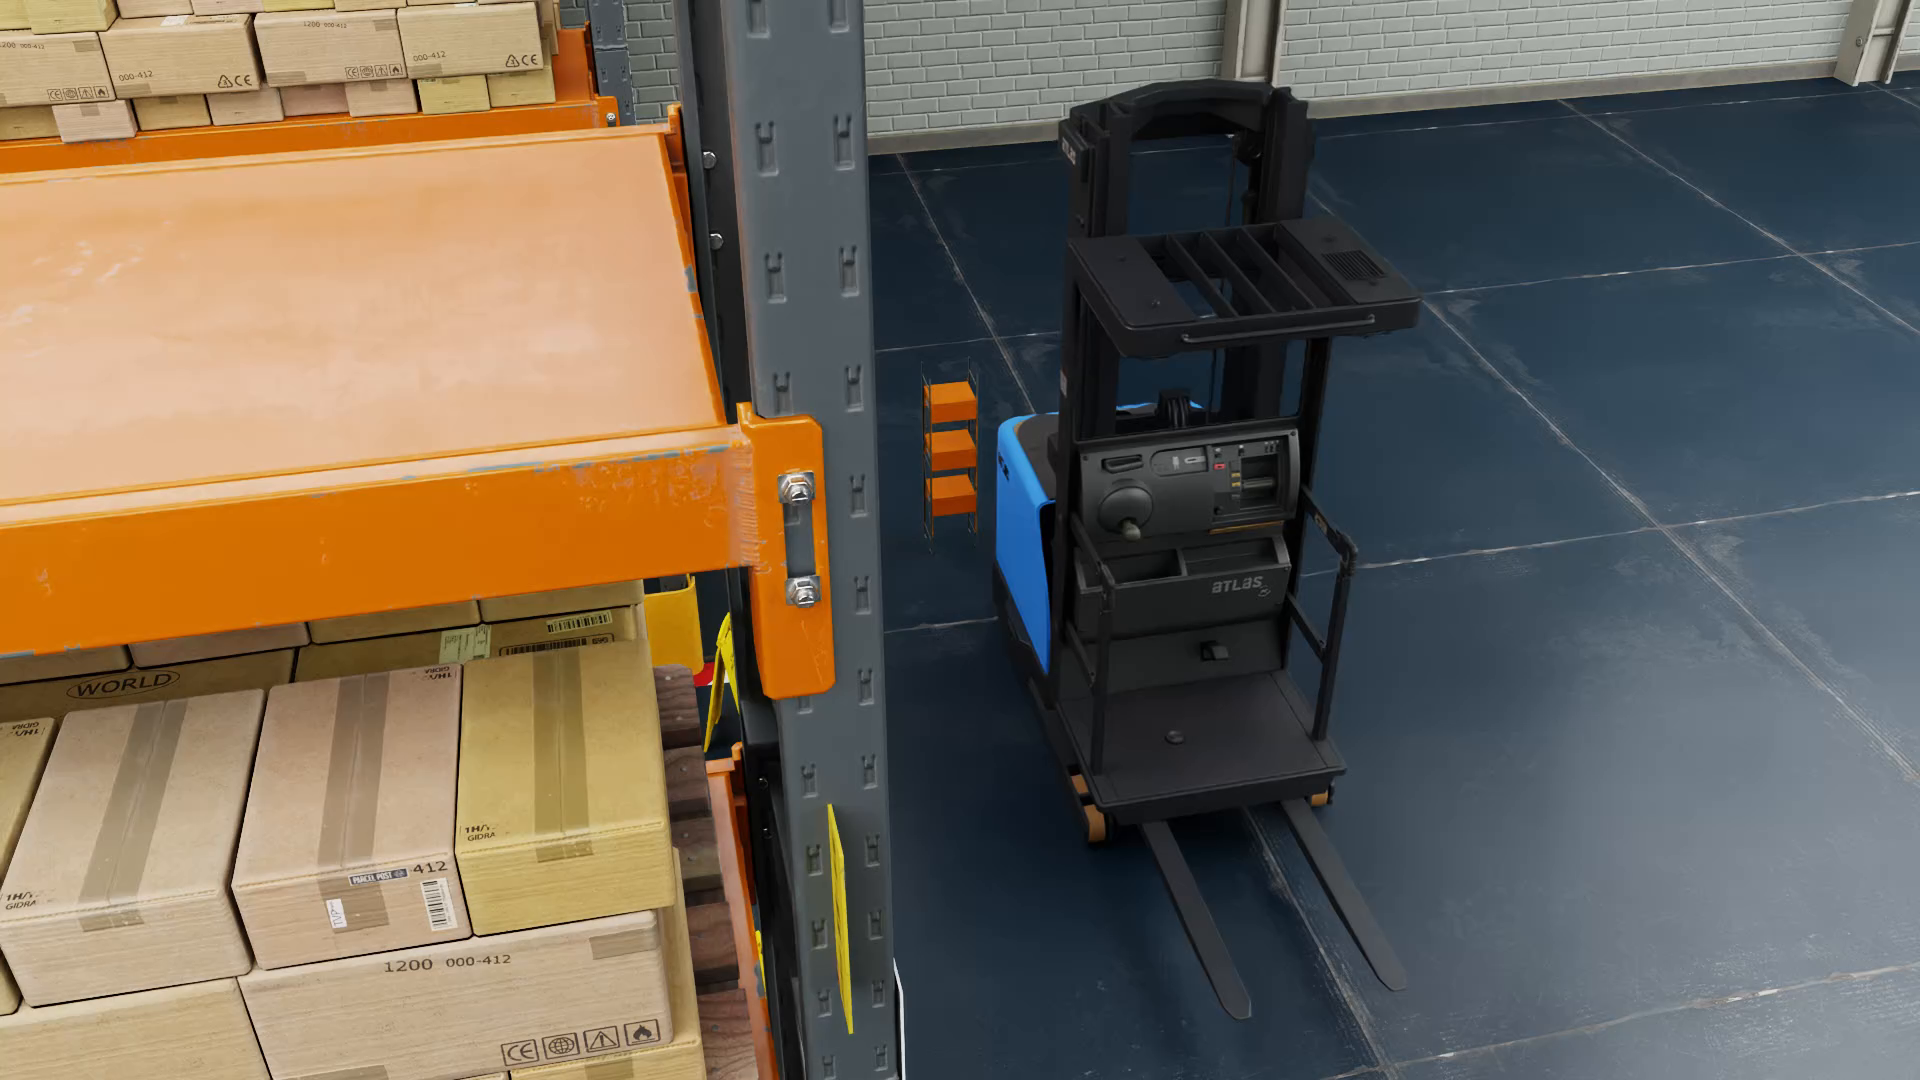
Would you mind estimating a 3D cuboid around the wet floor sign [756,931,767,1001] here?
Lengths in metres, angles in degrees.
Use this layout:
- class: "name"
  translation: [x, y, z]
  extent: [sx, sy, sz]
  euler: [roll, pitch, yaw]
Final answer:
- class: "wet floor sign"
  translation: [-0.669, 1.671, 5.904]
  extent: [0.232, 0.644, 0.267]
  euler: [-13, 36, -19]

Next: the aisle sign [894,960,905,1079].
- class: "aisle sign"
  translation: [-0.125, 0.848, 2.685]
  extent: [0.004, 0.787, 0.394]
  euler: [-7, 35, -11]

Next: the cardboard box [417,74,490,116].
- class: "cardboard box"
  translation: [-1.972, -1.802, 6.500]
  extent: [0.250, 0.149, 0.380]
  euler: [-7, 34, -10]

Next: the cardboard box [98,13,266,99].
- class: "cardboard box"
  translation: [-2.886, -1.875, 6.251]
  extent: [0.500, 0.250, 0.500]
  euler: [-6, 34, -9]

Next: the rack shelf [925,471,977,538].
- class: "rack shelf"
  translation: [-0.052, -0.190, 8.831]
  extent: [0.240, 0.259, 0.215]
  euler: [-7, 35, -11]

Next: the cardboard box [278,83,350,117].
- class: "cardboard box"
  translation: [-2.501, -1.793, 6.487]
  extent: [0.250, 0.149, 0.380]
  euler: [-7, 34, -10]

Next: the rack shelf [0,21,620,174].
- class: "rack shelf"
  translation: [-3.401, -1.606, 6.628]
  extent: [4.000, 0.370, 1.077]
  euler: [-7, 35, -11]

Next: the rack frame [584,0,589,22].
- class: "rack frame"
  translation: [-2.549, -3.602, 11.649]
  extent: [0.127, 3.000, 1.000]
  euler: [-7, 35, -11]

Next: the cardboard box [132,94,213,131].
- class: "cardboard box"
  translation: [-2.992, -1.708, 6.360]
  extent: [0.250, 0.149, 0.380]
  euler: [-8, 35, -12]

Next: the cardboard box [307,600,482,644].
- class: "cardboard box"
  translation: [-0.900, -0.017, 2.658]
  extent: [0.250, 0.149, 0.380]
  euler: [-7, 34, -10]

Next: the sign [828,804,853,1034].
- class: "sign"
  translation: [-0.154, 0.489, 2.137]
  extent: [0.005, 0.325, 0.100]
  euler: [-7, 35, -11]

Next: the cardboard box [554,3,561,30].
- class: "cardboard box"
  translation: [-2.971, -3.441, 11.319]
  extent: [0.500, 0.500, 0.500]
  euler: [-8, 35, -12]

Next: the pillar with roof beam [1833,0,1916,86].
- class: "pillar with roof beam"
  translation: [9.227, -5.633, 9.292]
  extent: [0.400, 9.000, 9.100]
  euler: [-7, 35, -11]

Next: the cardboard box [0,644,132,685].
- class: "cardboard box"
  translation: [-1.397, 0.045, 2.565]
  extent: [0.250, 0.149, 0.380]
  euler: [-7, 34, -10]

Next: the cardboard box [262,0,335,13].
- class: "cardboard box"
  translation: [-2.479, -2.120, 6.258]
  extent: [0.250, 0.149, 0.380]
  euler: [-7, 34, -10]

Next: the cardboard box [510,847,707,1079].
- class: "cardboard box"
  translation: [-0.510, 0.641, 2.393]
  extent: [0.250, 0.149, 0.380]
  euler: [-7, 35, -11]

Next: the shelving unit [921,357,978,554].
- class: "shelving unit"
  translation: [-0.052, -0.429, 8.671]
  extent: [0.252, 1.050, 0.215]
  euler: [-7, 35, -11]

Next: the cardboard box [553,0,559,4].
- class: "cardboard box"
  translation: [-2.826, -3.718, 11.150]
  extent: [0.250, 0.149, 0.380]
  euler: [-7, 34, -10]

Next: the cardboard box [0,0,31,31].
- class: "cardboard box"
  translation: [-3.475, -1.983, 6.054]
  extent: [0.250, 0.149, 0.380]
  euler: [-7, 34, -10]

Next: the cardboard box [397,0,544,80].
- class: "cardboard box"
  translation: [-1.890, -2.003, 6.441]
  extent: [0.500, 0.250, 0.500]
  euler: [-8, 35, -11]

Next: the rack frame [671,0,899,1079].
- class: "rack frame"
  translation: [-0.260, -0.718, 1.968]
  extent: [0.127, 3.000, 1.000]
  euler: [-7, 35, -11]

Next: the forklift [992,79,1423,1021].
- class: "forklift"
  translation: [0.986, -0.165, 6.588]
  extent: [1.130, 2.935, 3.031]
  euler: [-7, 35, -11]

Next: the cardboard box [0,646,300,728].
- class: "cardboard box"
  translation: [-1.282, 0.233, 2.643]
  extent: [0.500, 0.250, 0.500]
  euler: [-8, 35, -11]

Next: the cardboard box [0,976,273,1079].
- class: "cardboard box"
  translation: [-1.164, 0.523, 2.211]
  extent: [0.500, 0.250, 0.500]
  euler: [-7, 35, -10]

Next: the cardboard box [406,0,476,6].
- class: "cardboard box"
  translation: [-1.975, -2.165, 6.325]
  extent: [0.250, 0.149, 0.380]
  euler: [-7, 34, -10]

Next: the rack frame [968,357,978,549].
- class: "rack frame"
  translation: [0.067, -0.444, 8.693]
  extent: [0.008, 1.050, 0.200]
  euler: [-7, 35, -11]

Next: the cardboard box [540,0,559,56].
- class: "cardboard box"
  translation: [-1.846, -2.182, 7.066]
  extent: [0.250, 0.149, 0.380]
  euler: [-7, 35, -10]

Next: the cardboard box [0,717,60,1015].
- class: "cardboard box"
  translation: [-1.260, 0.404, 2.030]
  extent: [0.250, 0.149, 0.380]
  euler: [-7, 34, -10]

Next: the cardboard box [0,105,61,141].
- class: "cardboard box"
  translation: [-3.487, -1.649, 6.272]
  extent: [0.250, 0.149, 0.380]
  euler: [-7, 34, -10]

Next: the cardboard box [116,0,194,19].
- class: "cardboard box"
  translation: [-2.980, -2.076, 6.193]
  extent: [0.250, 0.149, 0.380]
  euler: [-8, 35, -12]

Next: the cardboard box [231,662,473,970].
- class: "cardboard box"
  translation: [-0.758, 0.340, 2.125]
  extent: [0.250, 0.149, 0.380]
  euler: [-7, 34, -10]

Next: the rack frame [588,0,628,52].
- class: "rack frame"
  translation: [-1.451, -3.396, 5.958]
  extent: [0.127, 3.000, 1.000]
  euler: [-7, 35, -11]

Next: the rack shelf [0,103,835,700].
- class: "rack shelf"
  translation: [-2.211, -0.008, 1.913]
  extent: [4.000, 0.370, 1.077]
  euler: [-7, 35, -11]
